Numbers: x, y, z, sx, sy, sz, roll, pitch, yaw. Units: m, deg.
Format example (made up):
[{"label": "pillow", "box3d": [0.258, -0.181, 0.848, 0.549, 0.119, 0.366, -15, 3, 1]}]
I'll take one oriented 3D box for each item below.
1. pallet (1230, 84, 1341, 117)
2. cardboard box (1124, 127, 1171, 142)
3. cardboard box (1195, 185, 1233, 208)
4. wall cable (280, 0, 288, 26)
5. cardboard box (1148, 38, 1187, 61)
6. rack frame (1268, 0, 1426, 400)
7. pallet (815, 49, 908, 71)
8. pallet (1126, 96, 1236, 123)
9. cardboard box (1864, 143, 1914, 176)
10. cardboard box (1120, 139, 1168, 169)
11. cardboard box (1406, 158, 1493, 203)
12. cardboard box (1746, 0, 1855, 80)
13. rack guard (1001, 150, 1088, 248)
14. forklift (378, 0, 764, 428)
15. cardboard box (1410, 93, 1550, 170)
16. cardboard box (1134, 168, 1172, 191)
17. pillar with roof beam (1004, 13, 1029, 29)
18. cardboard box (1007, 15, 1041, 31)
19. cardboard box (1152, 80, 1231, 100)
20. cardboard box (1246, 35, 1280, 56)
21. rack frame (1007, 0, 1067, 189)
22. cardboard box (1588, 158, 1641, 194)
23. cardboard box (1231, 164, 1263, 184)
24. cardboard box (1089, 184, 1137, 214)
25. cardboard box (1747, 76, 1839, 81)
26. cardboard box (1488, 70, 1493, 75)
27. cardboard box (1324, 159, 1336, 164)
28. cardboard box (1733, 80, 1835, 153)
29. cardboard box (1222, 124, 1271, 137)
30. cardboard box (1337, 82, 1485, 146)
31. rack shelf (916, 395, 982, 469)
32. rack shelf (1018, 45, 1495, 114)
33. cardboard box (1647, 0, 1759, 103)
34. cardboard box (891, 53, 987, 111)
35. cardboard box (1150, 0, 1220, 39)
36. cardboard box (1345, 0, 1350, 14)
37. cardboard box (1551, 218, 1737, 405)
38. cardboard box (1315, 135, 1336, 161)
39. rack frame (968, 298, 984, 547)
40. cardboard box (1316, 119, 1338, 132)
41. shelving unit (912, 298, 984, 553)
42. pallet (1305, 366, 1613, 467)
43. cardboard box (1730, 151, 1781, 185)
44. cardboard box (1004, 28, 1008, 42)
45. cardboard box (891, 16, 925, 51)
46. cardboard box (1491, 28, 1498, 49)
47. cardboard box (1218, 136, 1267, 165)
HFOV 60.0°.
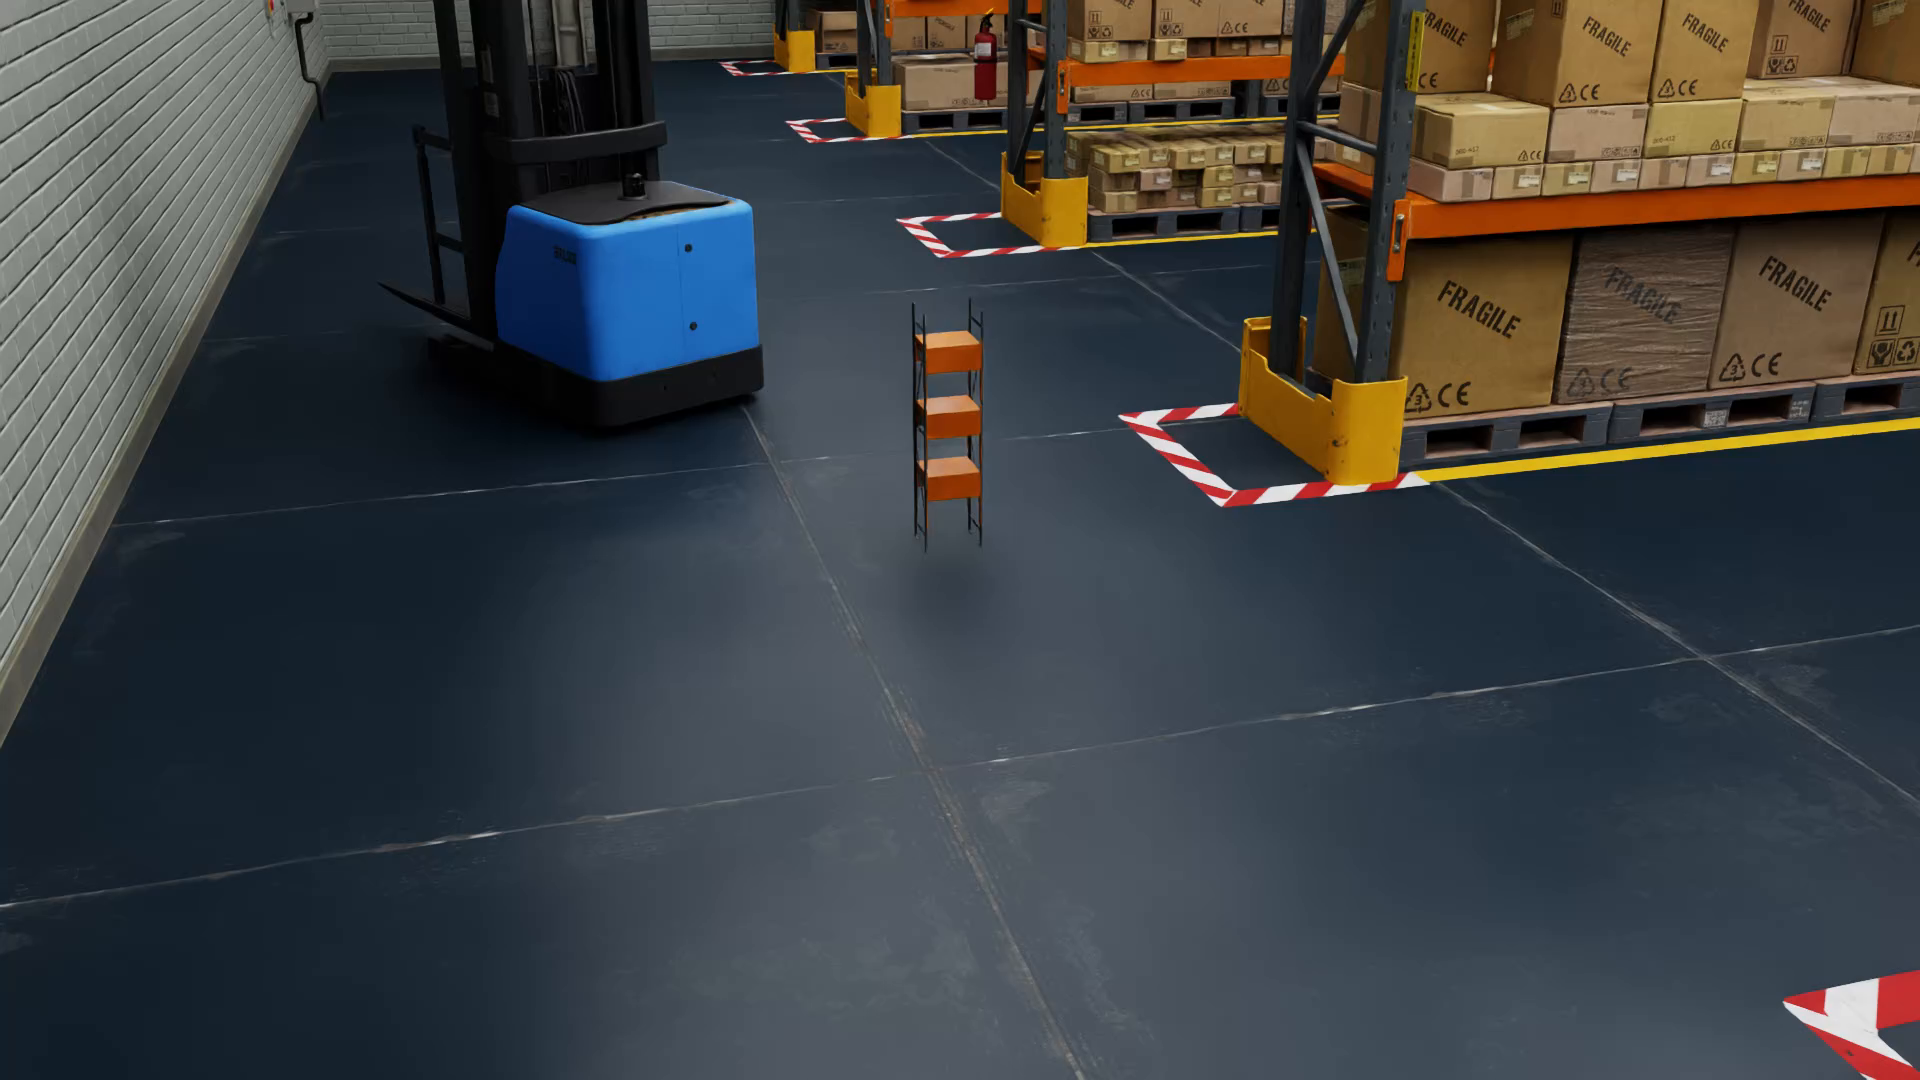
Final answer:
[{"label": "pallet", "box3d": [3.701, -4.887, 18.372, 1.213, 0.211, 1.003, -6, 24, -14]}, {"label": "cardboard box", "box3d": [1.475, -3.153, 13.122, 0.250, 0.149, 0.380, -7, 24, -16]}, {"label": "cardboard box", "box3d": [1.895, -2.654, 12.714, 0.250, 0.149, 0.380, -6, 24, -14]}, {"label": "wall cable", "box3d": [-6.690, -6.026, 16.202, 0.122, 1.984, 0.588, -6, 24, -14]}, {"label": "cardboard box", "box3d": [1.469, -3.609, 12.175, 0.250, 0.149, 0.380, -7, 24, -16]}, {"label": "rack frame", "box3d": [1.804, -1.869, 7.803, 0.127, 3.000, 1.000, -6, 24, -14]}, {"label": "pallet", "box3d": [-1.377, -6.328, 21.730, 1.213, 0.211, 1.003, -6, 24, -14]}, {"label": "pallet", "box3d": [2.225, -4.725, 17.994, 1.213, 0.211, 1.003, -6, 24, -14]}, {"label": "cardboard box", "box3d": [4.459, -1.913, 8.224, 0.250, 0.149, 0.380, -6, 24, -13]}, {"label": "cardboard box", "box3d": [1.390, -2.921, 12.583, 0.250, 0.149, 0.380, -6, 24, -13]}, {"label": "cardboard box", "box3d": [2.235, -1.666, 7.648, 0.250, 0.149, 0.380, -6, 24, -14]}, {"label": "cardboard box", "box3d": [4.149, -2.647, 8.477, 0.500, 0.500, 0.500, -7, 24, -16]}, {"label": "rack guard", "box3d": [0.634, -2.623, 12.728, 0.348, 0.500, 1.175, -6, 24, -14]}, {"label": "forklift", "box3d": [-2.415, -2.416, 9.163, 1.130, 2.935, 3.031, -19, 30, -38]}, {"label": "cardboard box", "box3d": [2.339, -1.886, 7.654, 0.500, 0.250, 0.500, -7, 24, -16]}, {"label": "cardboard box", "box3d": [1.414, -2.749, 12.558, 0.250, 0.149, 0.380, -6, 24, -15]}, {"label": "pillar with roof beam", "box3d": [1.883, -9.332, 17.588, 0.400, 9.000, 9.100, -6, 24, -14]}, {"label": "cardboard box", "box3d": [0.934, -6.919, 22.447, 0.500, 0.311, 0.500, -5, 24, -12]}, {"label": "cardboard box", "box3d": [2.345, -5.047, 17.925, 0.875, 0.438, 0.875, -7, 24, -15]}, {"label": "cardboard box", "box3d": [2.195, -3.724, 12.443, 0.250, 0.149, 0.380, -7, 24, -15]}, {"label": "rack frame", "box3d": [0.561, -3.763, 12.216, 0.127, 3.000, 1.000, -6, 24, -14]}, {"label": "cardboard box", "box3d": [2.978, -1.750, 7.843, 0.250, 0.149, 0.380, -7, 24, -15]}, {"label": "cardboard box", "box3d": [2.132, -2.859, 12.815, 0.250, 0.149, 0.380, -7, 24, -17]}, {"label": "cardboard box", "box3d": [1.152, -2.580, 12.542, 0.250, 0.149, 0.380, -6, 24, -13]}, {"label": "cardboard box", "box3d": [4.154, -2.304, 8.629, 0.500, 0.250, 0.500, -6, 24, -13]}, {"label": "cardboard box", "box3d": [6.142, -5.658, 18.795, 0.875, 0.875, 0.875, -7, 24, -15]}, {"label": "cardboard box", "box3d": [2.913, -2.941, 13.005, 0.250, 0.149, 0.380, -7, 24, -17]}, {"label": "cardboard box", "box3d": [3.823, -2.053, 8.044, 0.500, 0.250, 0.500, -7, 24, -15]}, {"label": "cardboard box", "box3d": [2.269, -3.192, 13.214, 0.250, 0.149, 0.380, -7, 24, -16]}, {"label": "cardboard box", "box3d": [2.199, -2.089, 8.129, 0.500, 0.250, 0.500, -7, 24, -15]}, {"label": "rack shelf", "box3d": [-0.052, -0.467, 7.034, 0.240, 0.259, 0.215, -6, 24, -14]}, {"label": "rack shelf", "box3d": [2.487, -3.646, 12.855, 4.000, 0.370, 1.077, -6, 24, -14]}, {"label": "cardboard box", "box3d": [3.317, -2.341, 7.764, 0.500, 0.500, 0.500, -7, 24, -16]}, {"label": "cardboard box", "box3d": [-0.265, -4.756, 17.246, 0.875, 0.438, 0.875, -7, 24, -16]}, {"label": "cardboard box", "box3d": [1.577, -3.955, 12.160, 0.500, 0.500, 0.500, -6, 24, -14]}, {"label": "cardboard box", "box3d": [3.044, -4.106, 12.511, 0.500, 0.500, 0.500, -6, 24, -15]}, {"label": "cardboard box", "box3d": [3.274, -1.281, 8.594, 0.875, 0.875, 0.875, -6, 24, -14]}, {"label": "cardboard box", "box3d": [2.904, -3.042, 12.864, 0.250, 0.149, 0.380, -7, 24, -16]}, {"label": "rack frame", "box3d": [0.066, -0.490, 7.060, 0.008, 1.050, 0.200, -6, 24, -14]}, {"label": "cardboard box", "box3d": [3.001, -3.302, 13.471, 0.250, 0.149, 0.380, -6, 24, -13]}, {"label": "shelving unit", "box3d": [-0.052, -0.477, 7.030, 0.252, 1.050, 0.215, -6, 24, -14]}, {"label": "pallet", "box3d": [2.552, -0.703, 8.620, 1.213, 0.211, 1.003, -6, 24, -14]}, {"label": "cardboard box", "box3d": [3.715, -1.831, 8.031, 0.250, 0.149, 0.380, -7, 24, -16]}, {"label": "cardboard box", "box3d": [0.516, -6.798, 22.372, 0.250, 0.149, 0.380, -7, 24, -15]}, {"label": "cardboard box", "box3d": [-0.770, -6.666, 21.618, 0.500, 0.500, 0.700, -5, 24, -12]}, {"label": "cardboard box", "box3d": [3.982, -3.886, 12.820, 0.250, 0.149, 0.380, -7, 24, -16]}, {"label": "cardboard box", "box3d": [2.154, -2.983, 12.727, 0.250, 0.149, 0.380, -5, 24, -12]}]
